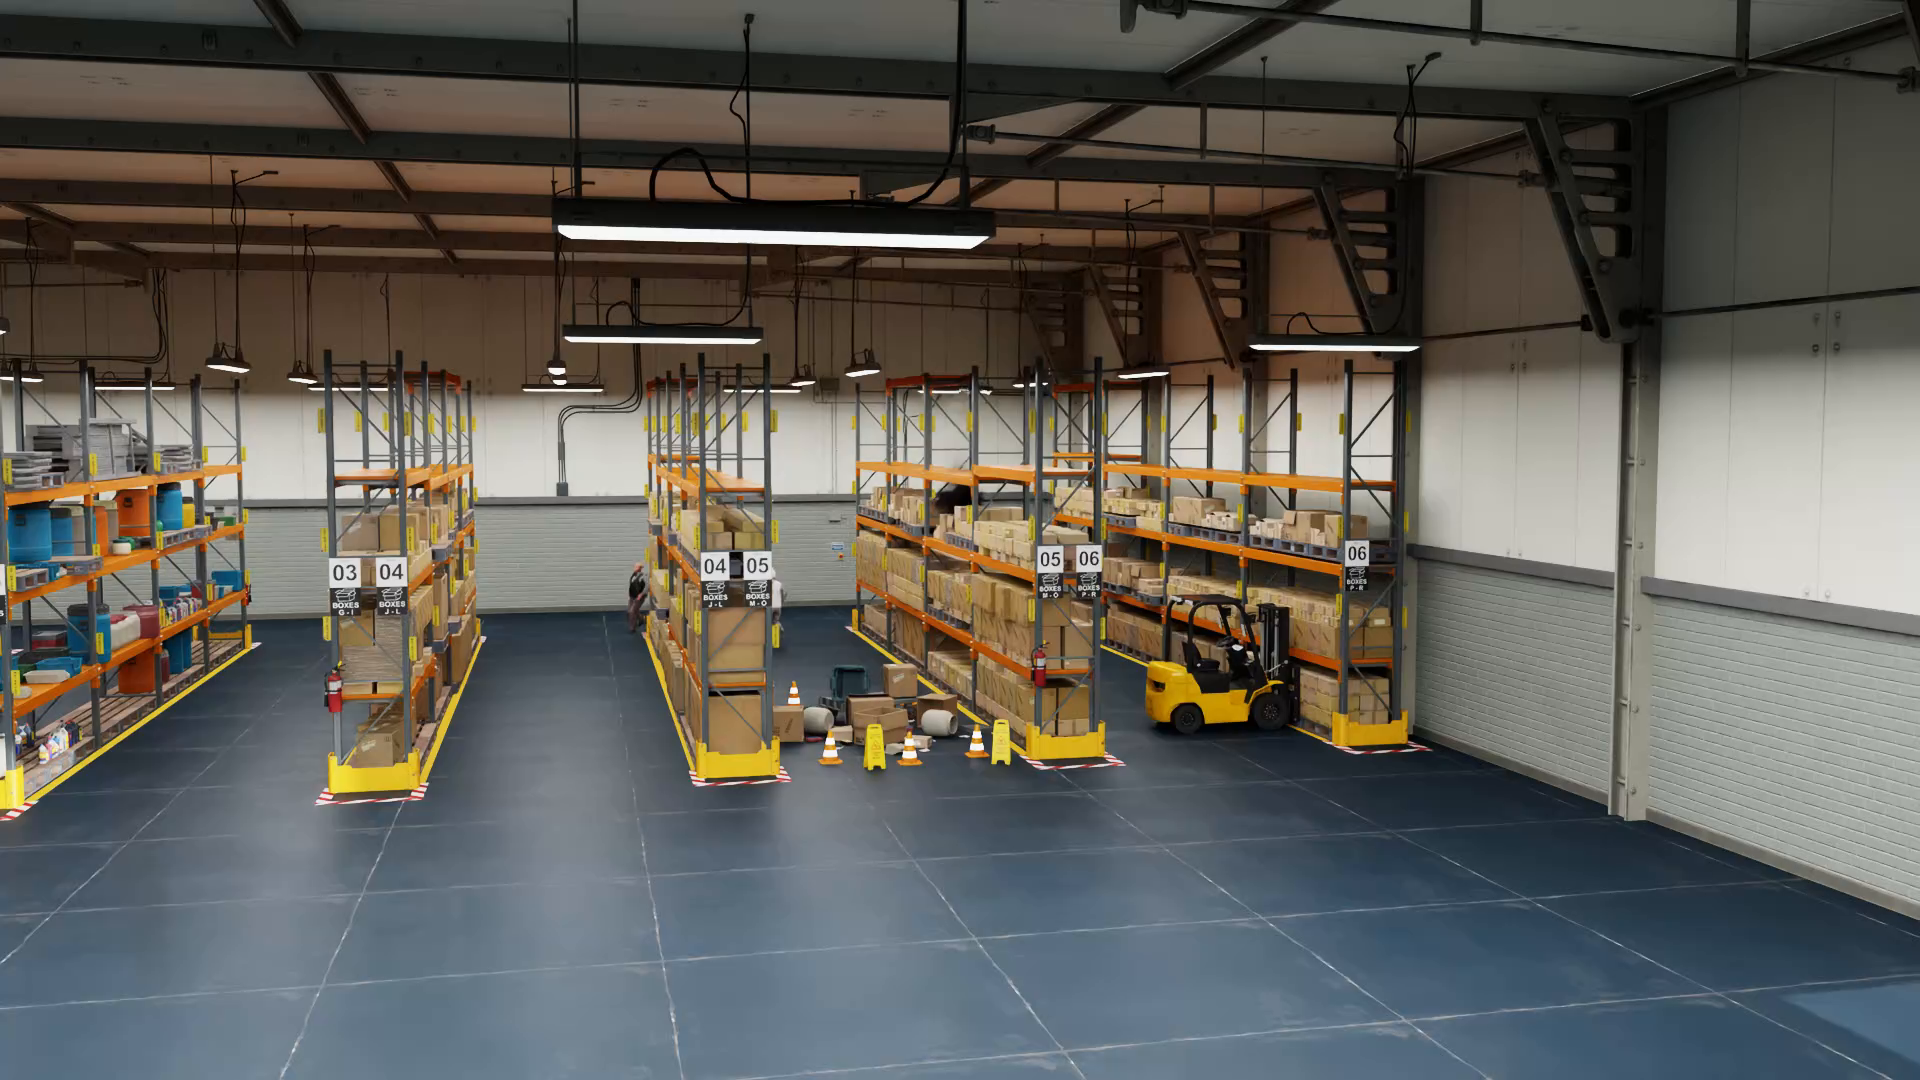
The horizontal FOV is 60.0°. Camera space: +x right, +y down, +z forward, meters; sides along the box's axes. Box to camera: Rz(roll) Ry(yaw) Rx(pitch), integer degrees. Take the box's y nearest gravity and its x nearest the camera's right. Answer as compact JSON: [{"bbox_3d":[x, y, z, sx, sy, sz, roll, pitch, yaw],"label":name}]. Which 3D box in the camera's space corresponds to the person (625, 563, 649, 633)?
[{"bbox_3d":[-7.698,1.395,39.981,0.697,1.708,0.681,3,5,38],"label":"person"}]

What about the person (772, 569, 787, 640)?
[{"bbox_3d":[-4.237,1.526,37.690,0.681,1.745,0.673,-3,5,-33],"label":"person"}]
